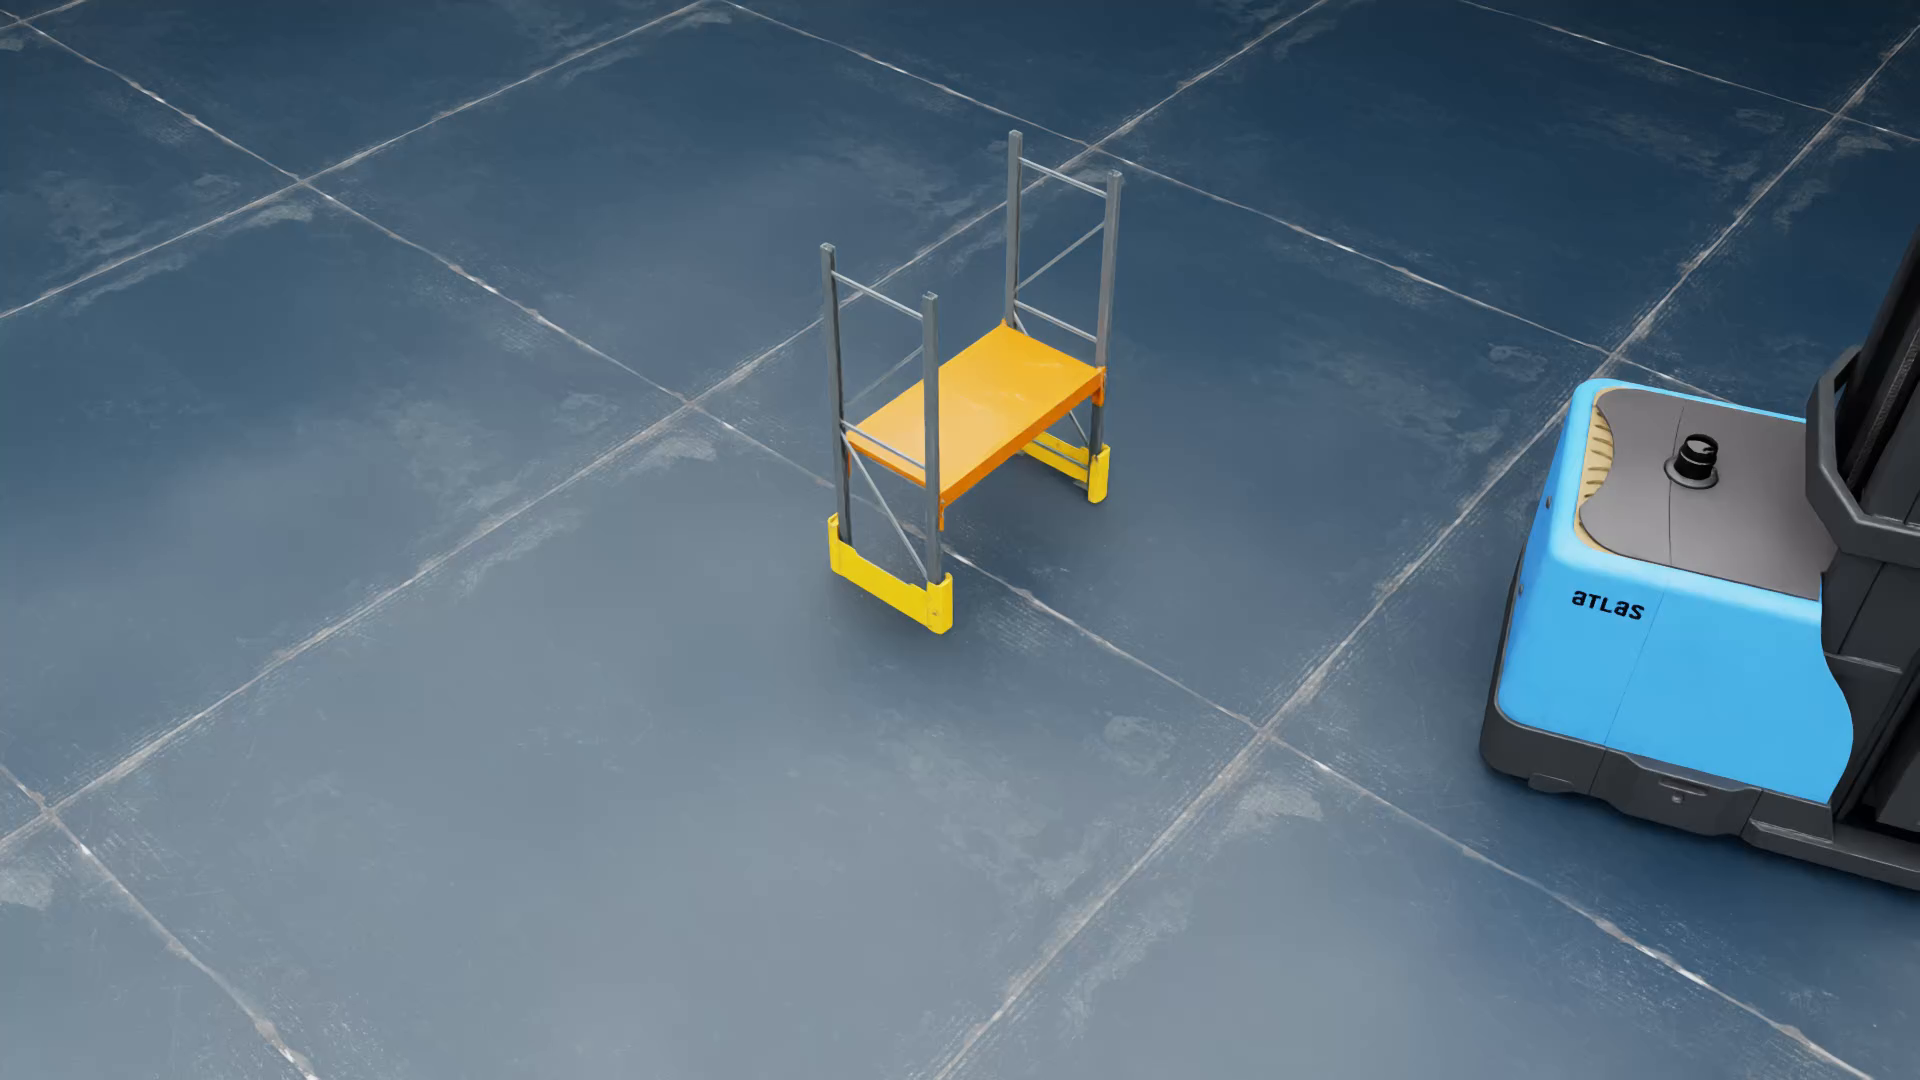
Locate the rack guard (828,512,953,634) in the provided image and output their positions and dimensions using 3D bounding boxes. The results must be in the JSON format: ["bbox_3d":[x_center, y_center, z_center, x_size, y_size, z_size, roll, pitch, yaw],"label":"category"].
[{"bbox_3d":[-0.271,0.125,6.427,0.587,0.250,0.087,29,50,28],"label":"rack guard"}]

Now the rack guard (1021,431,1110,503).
[{"bbox_3d":[0.370,-0.388,6.991,0.587,0.250,0.087,29,50,28],"label":"rack guard"}]

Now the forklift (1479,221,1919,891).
[{"bbox_3d":[3.394,-0.217,4.810,3.031,2.935,1.130,14,44,15],"label":"forklift"}]

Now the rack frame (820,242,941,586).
[{"bbox_3d":[-0.272,-0.337,6.006,0.500,1.500,0.032,29,50,28],"label":"rack frame"}]

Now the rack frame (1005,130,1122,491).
[{"bbox_3d":[0.382,-0.861,6.582,0.500,1.500,0.032,29,50,28],"label":"rack frame"}]

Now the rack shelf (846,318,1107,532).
[{"bbox_3d":[0.055,-0.466,6.415,0.538,0.185,1.000,29,50,28],"label":"rack shelf"}]

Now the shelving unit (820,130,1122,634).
[{"bbox_3d":[0.049,-0.594,6.289,0.587,1.500,1.083,29,50,28],"label":"shelving unit"}]
